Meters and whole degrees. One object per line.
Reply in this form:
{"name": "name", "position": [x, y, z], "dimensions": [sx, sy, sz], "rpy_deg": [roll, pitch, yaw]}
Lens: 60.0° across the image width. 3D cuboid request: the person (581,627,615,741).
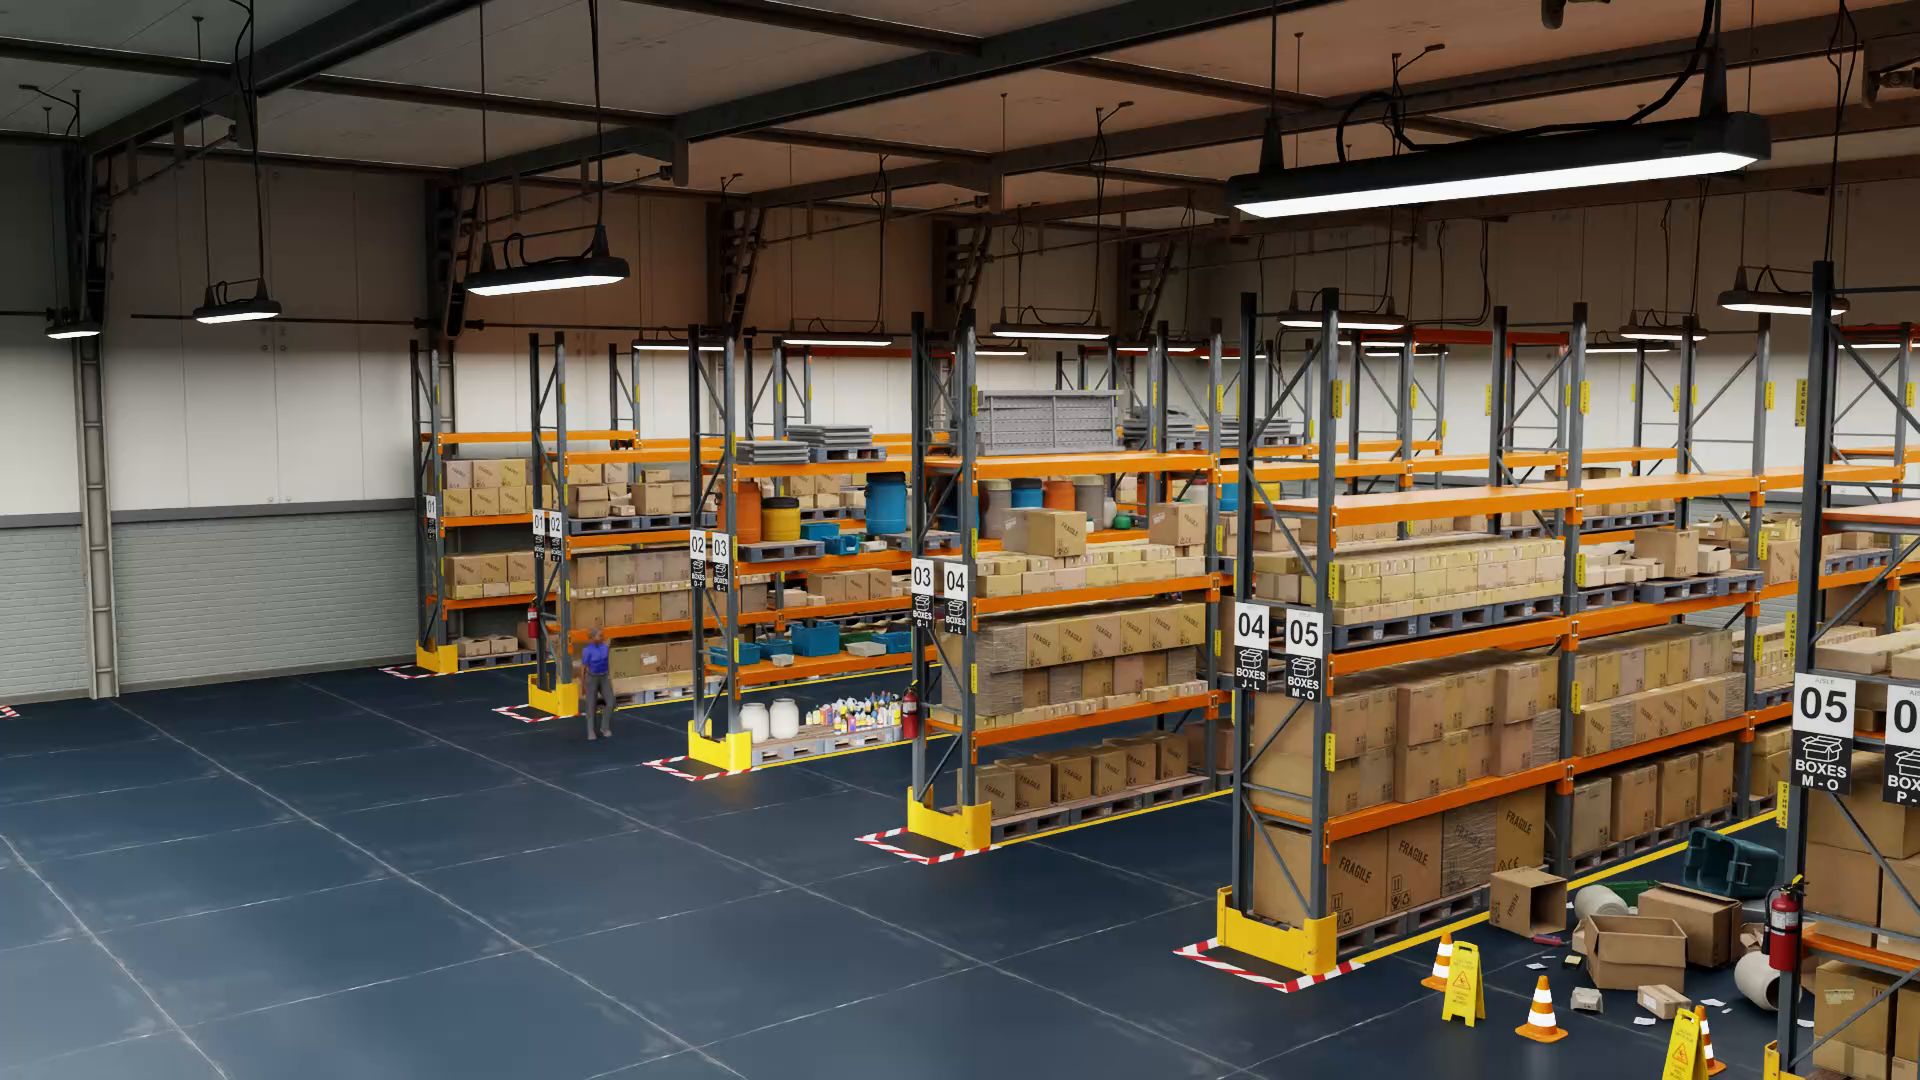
{"name": "person", "position": [-5.352, 2.119, 24.414], "dimensions": [0.570, 1.706, 0.340], "rpy_deg": [-5, 7, -43]}
